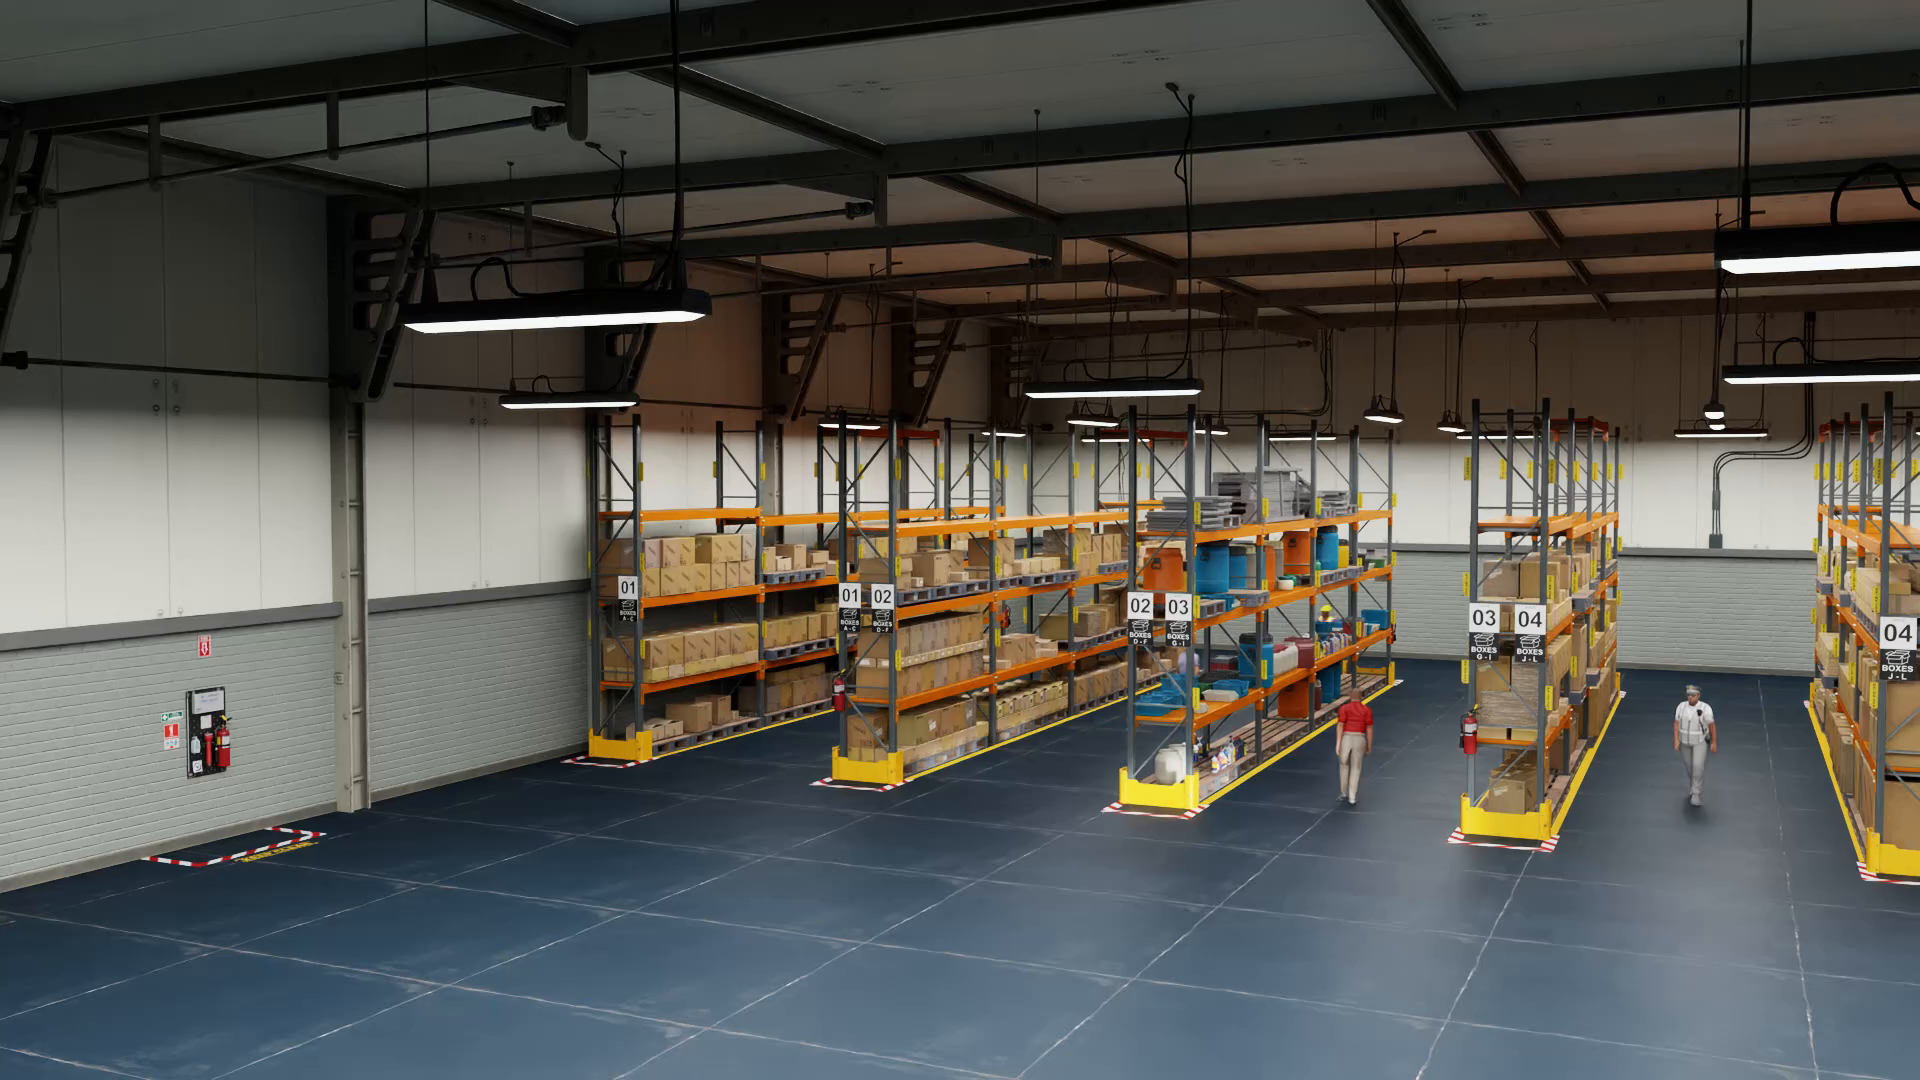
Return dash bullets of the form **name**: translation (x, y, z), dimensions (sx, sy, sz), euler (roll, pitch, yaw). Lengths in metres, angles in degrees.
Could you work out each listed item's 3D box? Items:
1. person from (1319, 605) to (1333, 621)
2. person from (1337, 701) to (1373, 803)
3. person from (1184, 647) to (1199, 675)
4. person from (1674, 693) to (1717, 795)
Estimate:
- **person**: translation (8.911, 2.463, 40.766), dimensions (1.036, 1.722, 0.657), euler (-2, 3, -44)
- **person**: translation (5.965, 3.233, 25.173), dimensions (0.544, 1.595, 0.600), euler (1, 2, 18)
- **person**: translation (4.540, 2.820, 33.236), dimensions (0.501, 1.581, 0.931), euler (2, 3, 33)
- **person**: translation (11.210, 3.048, 25.380), dimensions (0.738, 1.607, 0.573), euler (-2, 3, -43)
